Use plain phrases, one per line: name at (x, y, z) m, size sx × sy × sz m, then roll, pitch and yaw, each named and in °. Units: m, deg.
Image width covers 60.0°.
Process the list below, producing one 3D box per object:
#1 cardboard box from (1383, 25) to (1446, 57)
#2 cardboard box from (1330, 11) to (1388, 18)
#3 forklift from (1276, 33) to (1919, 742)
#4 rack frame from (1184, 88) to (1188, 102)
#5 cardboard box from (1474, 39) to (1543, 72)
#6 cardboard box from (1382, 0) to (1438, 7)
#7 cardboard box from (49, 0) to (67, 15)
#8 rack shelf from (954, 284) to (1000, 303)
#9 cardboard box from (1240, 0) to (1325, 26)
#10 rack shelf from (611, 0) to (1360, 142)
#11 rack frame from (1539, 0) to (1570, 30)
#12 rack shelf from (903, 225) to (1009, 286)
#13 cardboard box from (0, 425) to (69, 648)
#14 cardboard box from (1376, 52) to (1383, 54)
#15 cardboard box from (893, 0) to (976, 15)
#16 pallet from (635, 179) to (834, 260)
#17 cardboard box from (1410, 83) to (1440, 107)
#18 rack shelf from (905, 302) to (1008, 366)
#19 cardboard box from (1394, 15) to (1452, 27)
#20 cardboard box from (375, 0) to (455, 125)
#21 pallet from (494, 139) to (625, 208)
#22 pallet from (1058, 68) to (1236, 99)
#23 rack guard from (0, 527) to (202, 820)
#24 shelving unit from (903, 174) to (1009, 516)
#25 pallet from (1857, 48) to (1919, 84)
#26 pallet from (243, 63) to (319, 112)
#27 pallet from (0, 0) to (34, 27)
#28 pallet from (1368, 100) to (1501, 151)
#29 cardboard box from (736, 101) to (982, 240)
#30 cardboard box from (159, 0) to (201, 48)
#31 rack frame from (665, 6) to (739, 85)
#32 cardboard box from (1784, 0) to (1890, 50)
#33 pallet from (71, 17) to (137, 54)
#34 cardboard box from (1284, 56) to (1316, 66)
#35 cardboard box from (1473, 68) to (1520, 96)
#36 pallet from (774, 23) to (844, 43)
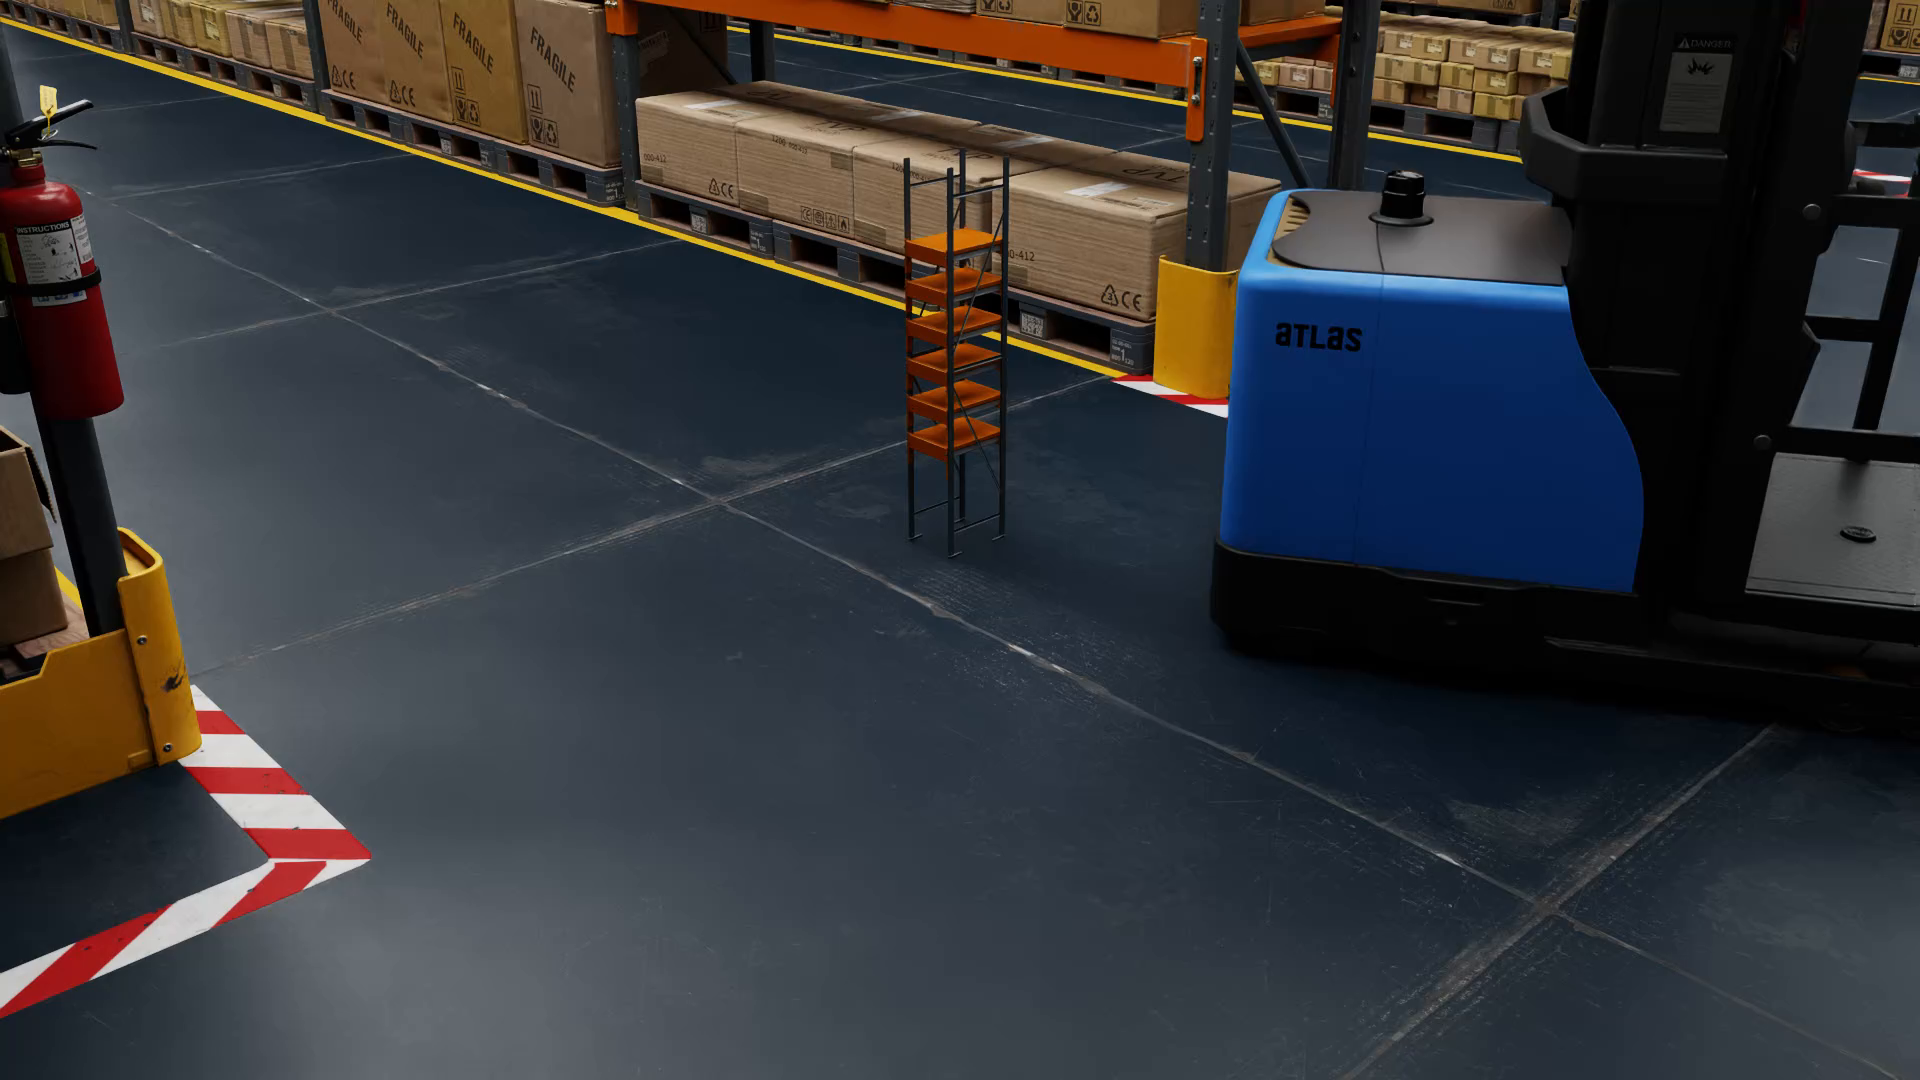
cardboard box at (3.075, -3.375, 11.247) m, size 0.250 × 0.149 × 0.380 m, roll 22°, pitch 33°, yaw 40°
cardboard box at (2.894, -3.760, 12.089) m, size 0.380 × 0.149 × 0.250 m, roll -22°, pitch 32°, yaw -39°
forklift at (9.697, -9.103, 14.362) m, size 10.785 × 9.000 × 29.450 m, roll 6°, pitch 25°, yaw 13°
rack frame at (2.082, -4.769, 12.089) m, size 1.000 × 3.000 × 0.127 m, roll -21°, pitch 32°, yaw -38°
cardboard box at (3.514, -3.107, 10.658) m, size 0.380 × 0.149 × 0.250 m, roll -20°, pitch 31°, yaw -37°
cardboard box at (4.708, -5.828, 16.465) m, size 0.875 × 0.875 × 1.225 m, roll 22°, pitch 33°, yaw 40°
cardboard box at (-8.246, -5.114, 15.653) m, size 0.500 × 0.250 × 0.500 m, roll -21°, pitch 32°, yaw -38°
rack shelf at (-0.010, -0.746, 4.921) m, size 0.199 × 0.020 × 0.166 m, roll -21°, pitch 32°, yaw -38°
cardboard box at (1.153, -2.394, 6.764) m, size 0.500 × 0.500 × 0.500 m, roll -22°, pitch 32°, yaw -39°
rack shelf at (-0.096, -2.400, 7.765) m, size 1.077 × 0.370 × 4.000 m, roll -21°, pitch 32°, yaw -38°
rack frame at (5.771, -6.145, 15.106) m, size 1.000 × 3.000 × 0.127 m, roll -21°, pitch 32°, yaw -38°
rack shelf at (-0.010, -0.837, 4.880) m, size 0.258 × 0.103 × 0.180 m, roll -21°, pitch 32°, yaw -38°
cardboard box at (-2.698, 0.020, 4.094) m, size 0.637 × 0.503 × 0.797 m, roll 22°, pitch 33°, yaw 40°
cardboard box at (2.880, -3.310, 11.462) m, size 0.380 × 0.149 × 0.250 m, roll -19°, pitch 31°, yaw -36°
cardboard box at (0.058, -2.548, 7.100) m, size 0.500 × 0.500 × 0.500 m, roll -20°, pitch 31°, yaw -37°
pallet at (-1.000, -1.812, 8.969) m, size 1.003 × 0.211 × 1.213 m, roll -21°, pitch 32°, yaw -38°
cardboard box at (3.248, -3.022, 11.188) m, size 0.380 × 0.149 × 0.250 m, roll -20°, pitch 31°, yaw -37°
rack shelf at (-0.010, -0.619, 4.979) m, size 0.258 × 0.103 × 0.180 m, roll -21°, pitch 32°, yaw -38°
cardboard box at (3.267, -3.603, 11.746) m, size 0.250 × 0.149 × 0.380 m, roll 22°, pitch 32°, yaw 39°
cardboard box at (-3.179, -3.266, 10.848) m, size 0.875 × 0.875 × 0.875 m, roll -21°, pitch 32°, yaw -38°
pallet at (-2.045, -2.277, 9.988) m, size 1.003 × 0.211 × 1.213 m, roll -21°, pitch 32°, yaw -38°
pallet at (1.548, -3.735, 13.184) m, size 1.003 × 0.211 × 1.213 m, roll -21°, pitch 32°, yaw -38°
rack guard at (-2.401, 0.402, 3.767) m, size 1.175 × 0.500 × 0.348 m, roll -21°, pitch 32°, yaw -38°
shelving unit at (-0.011, -0.551, 5.011) m, size 0.258 × 1.046 × 0.183 m, roll -21°, pitch 32°, yaw -38°
pallet at (7.902, -3.884, 13.511) m, size 1.003 × 0.211 × 1.213 m, roll -21°, pitch 32°, yaw -38°
pallet at (-4.730, -3.514, 12.699) m, size 1.003 × 0.211 × 1.213 m, roll -21°, pitch 32°, yaw -38°
pallet at (-9.083, -5.421, 16.880) m, size 1.003 × 0.211 × 1.213 m, roll -21°, pitch 32°, yaw -38°
pallet at (3.405, -2.937, 11.433) m, size 1.003 × 0.211 × 1.213 m, roll -21°, pitch 32°, yaw -38°
cardboard box at (-0.500, -1.867, 8.310) m, size 0.875 × 0.438 × 0.875 m, roll -22°, pitch 33°, yaw -40°
cardboard box at (-3.641, -4.001, 10.816) m, size 0.950 × 2.239 × 8.285 m, roll -19°, pitch 31°, yaw -35°
rack frame at (-1.465, -3.333, 8.941) m, size 0.949 × 2.616 × 0.053 m, roll -21°, pitch 32°, yaw -38°
cardboard box at (7.387, -4.604, 13.783) m, size 0.875 × 0.875 × 0.875 m, roll -21°, pitch 32°, yaw -38°
pallet at (-7.415, -4.682, 15.259) m, size 1.003 × 0.211 × 1.213 m, roll -21°, pitch 32°, yaw -38°
cardboard box at (2.527, -3.482, 11.840) m, size 0.380 × 0.149 × 0.250 m, roll -21°, pitch 32°, yaw -39°
cardboard box at (3.527, -2.975, 10.728) m, size 0.380 × 0.149 × 0.250 m, roll -21°, pitch 32°, yaw -38°
pallet at (-1.136, -4.972, 15.894) m, size 1.003 × 0.211 × 1.213 m, roll -21°, pitch 32°, yaw -38°
